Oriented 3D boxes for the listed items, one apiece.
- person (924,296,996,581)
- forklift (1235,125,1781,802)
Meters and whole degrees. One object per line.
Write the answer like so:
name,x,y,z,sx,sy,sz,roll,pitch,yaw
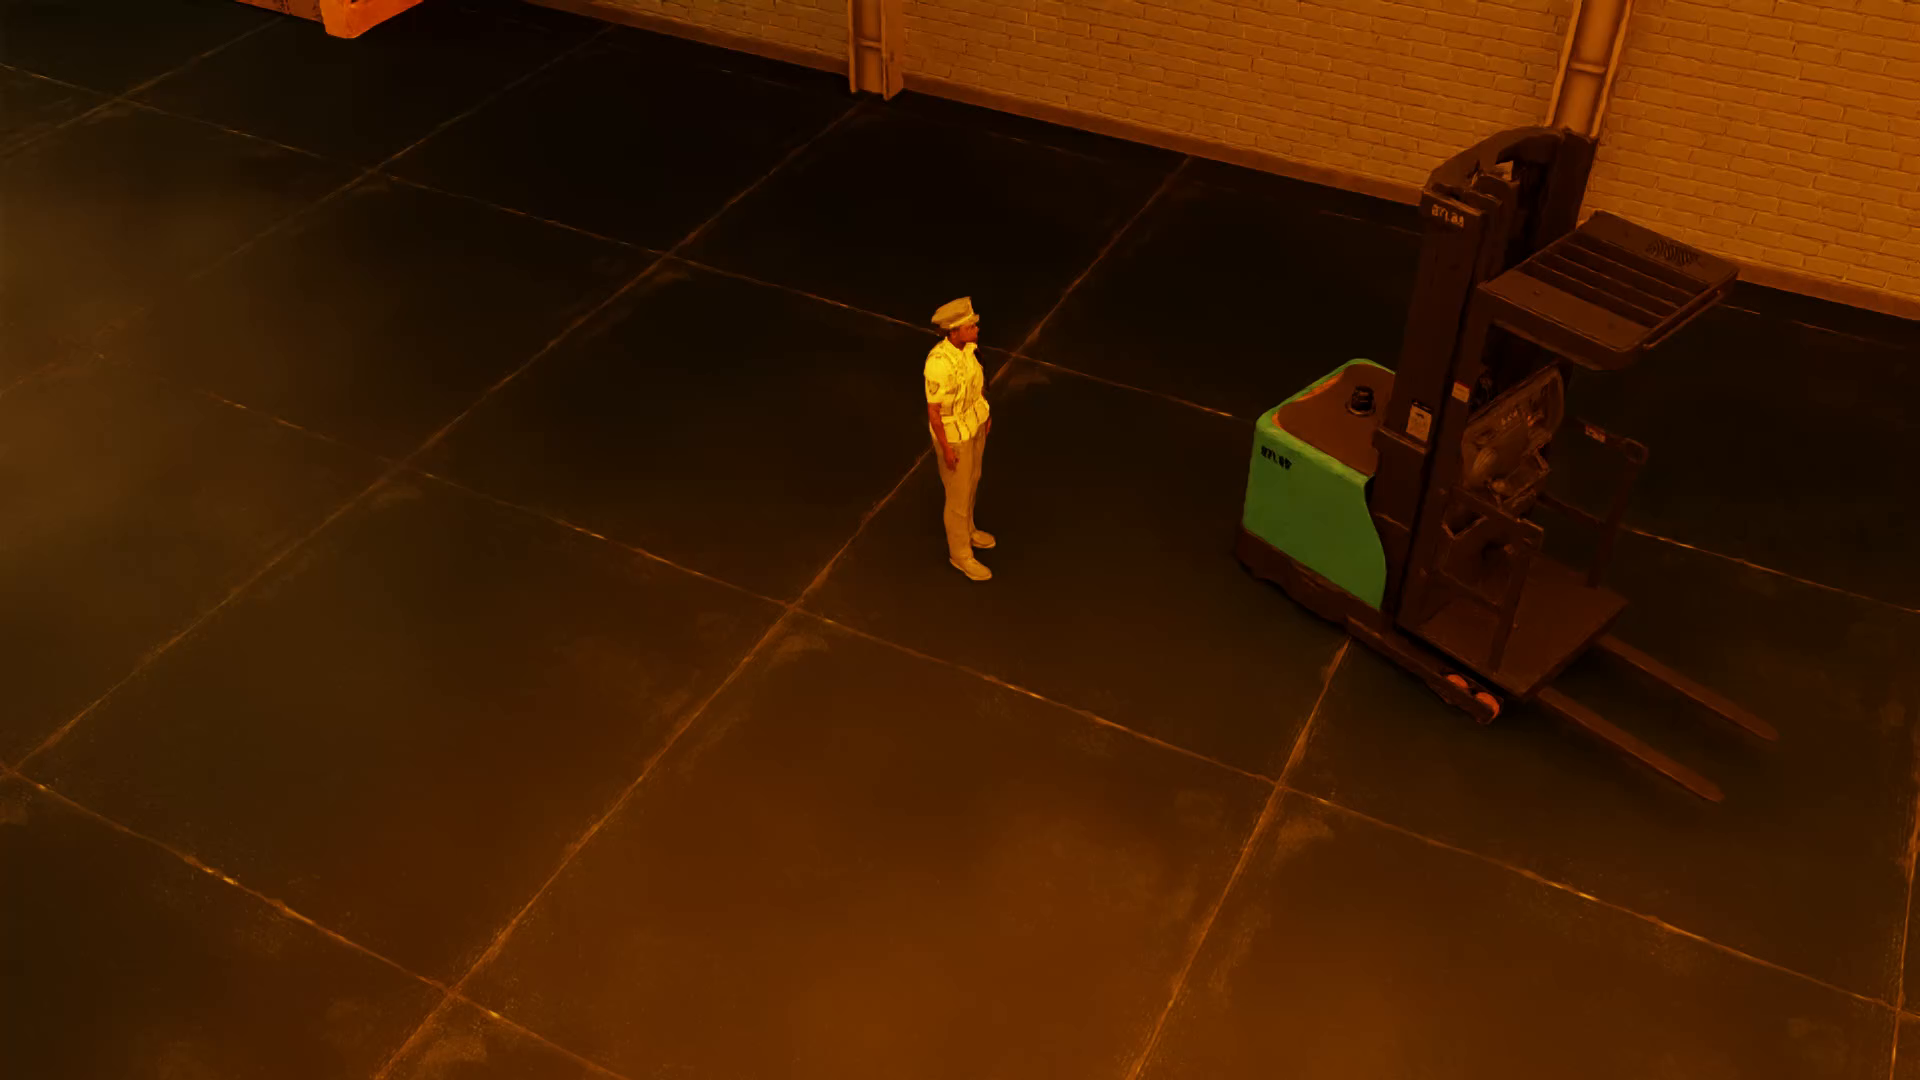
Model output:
person,0.058,-0.620,9.672,0.529,1.693,0.570,18,43,21
forklift,3.030,-0.500,8.580,1.130,2.935,3.031,-31,49,-31
